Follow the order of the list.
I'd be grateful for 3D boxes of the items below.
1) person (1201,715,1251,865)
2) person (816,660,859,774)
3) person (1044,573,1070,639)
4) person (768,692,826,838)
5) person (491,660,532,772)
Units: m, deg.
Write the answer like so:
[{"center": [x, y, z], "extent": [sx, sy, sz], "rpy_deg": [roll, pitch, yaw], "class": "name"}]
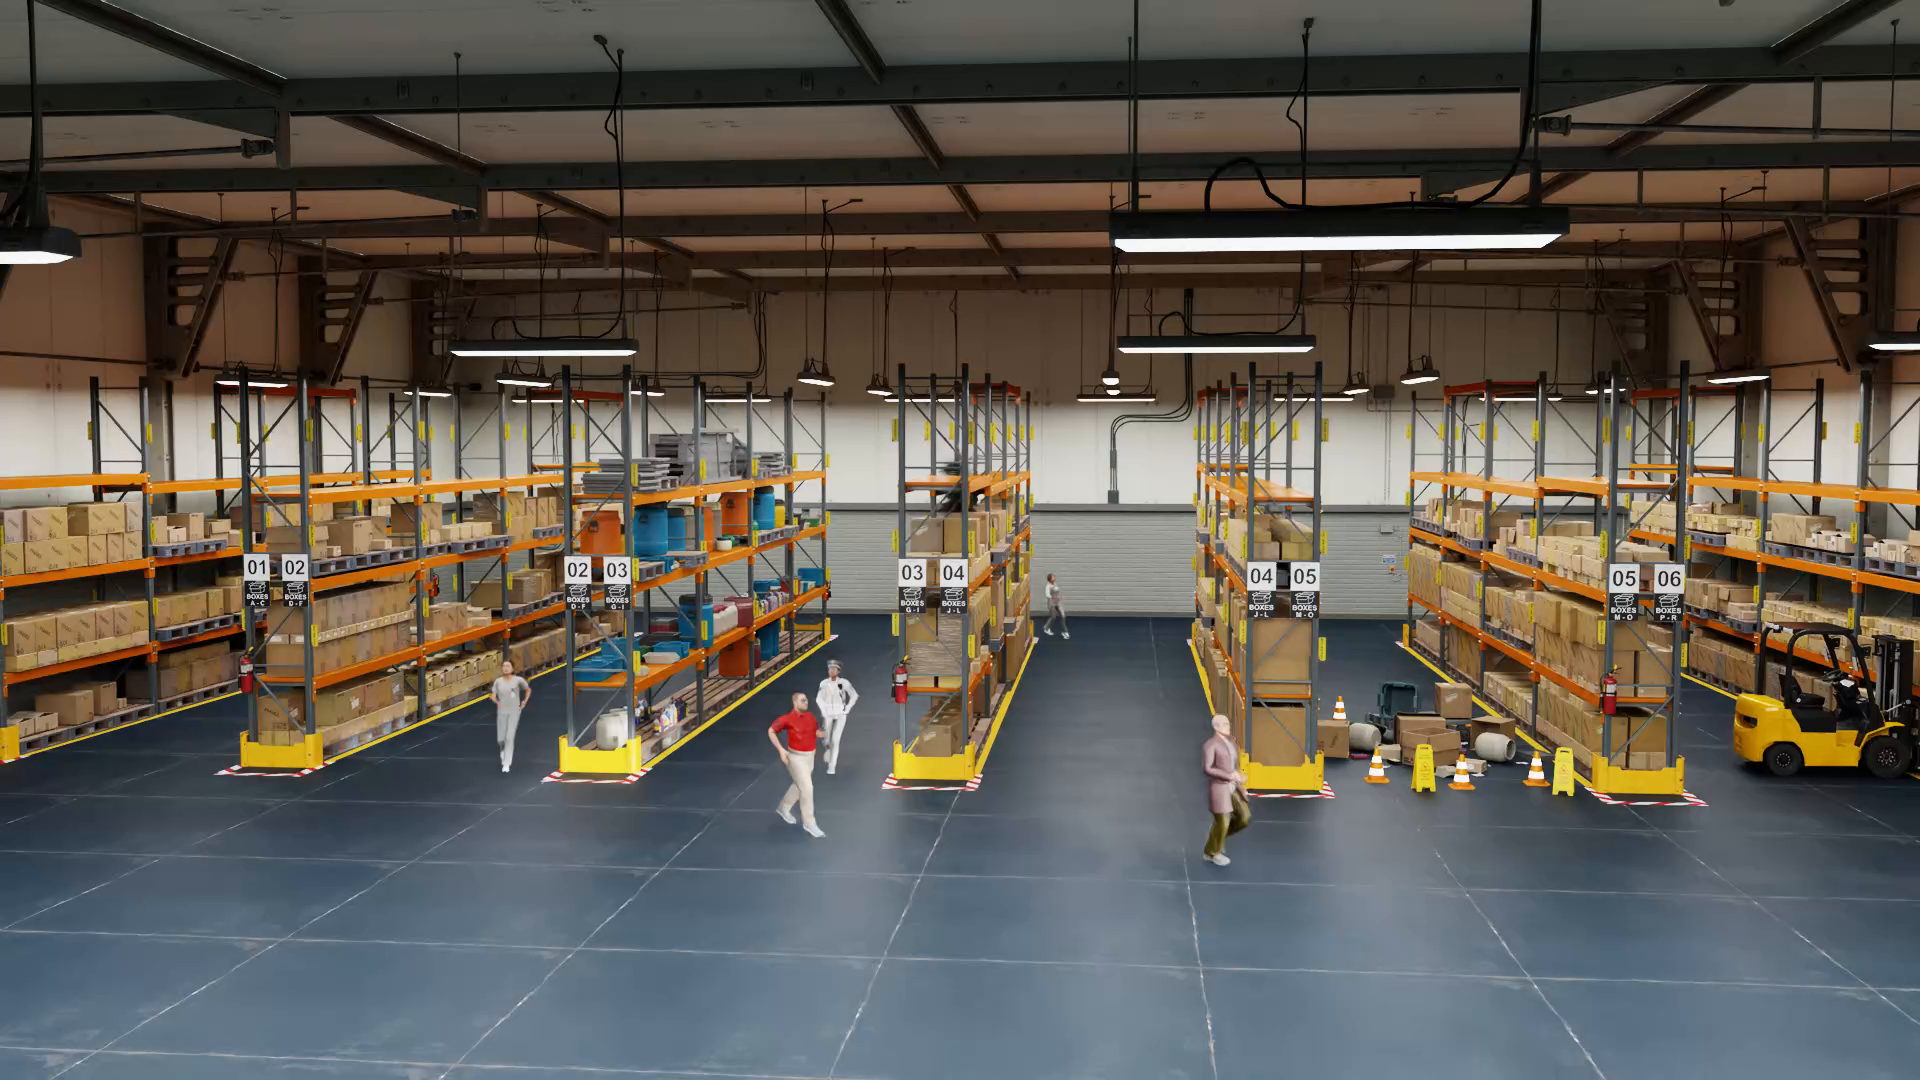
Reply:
[{"center": [3.090, 2.942, 19.263], "extent": [0.626, 1.645, 0.696], "rpy_deg": [4, 5, 44], "class": "person"}, {"center": [-1.855, 2.602, 24.641], "extent": [0.625, 1.642, 0.724], "rpy_deg": [1, 4, 9], "class": "person"}, {"center": [2.283, 1.617, 40.513], "extent": [0.811, 1.573, 0.548], "rpy_deg": [3, 5, 42], "class": "person"}, {"center": [-2.002, 2.794, 20.875], "extent": [0.867, 1.768, 0.649], "rpy_deg": [2, 4, 33], "class": "person"}, {"center": [-6.727, 2.602, 24.813], "extent": [0.583, 1.609, 0.856], "rpy_deg": [0, 4, -4], "class": "person"}]
